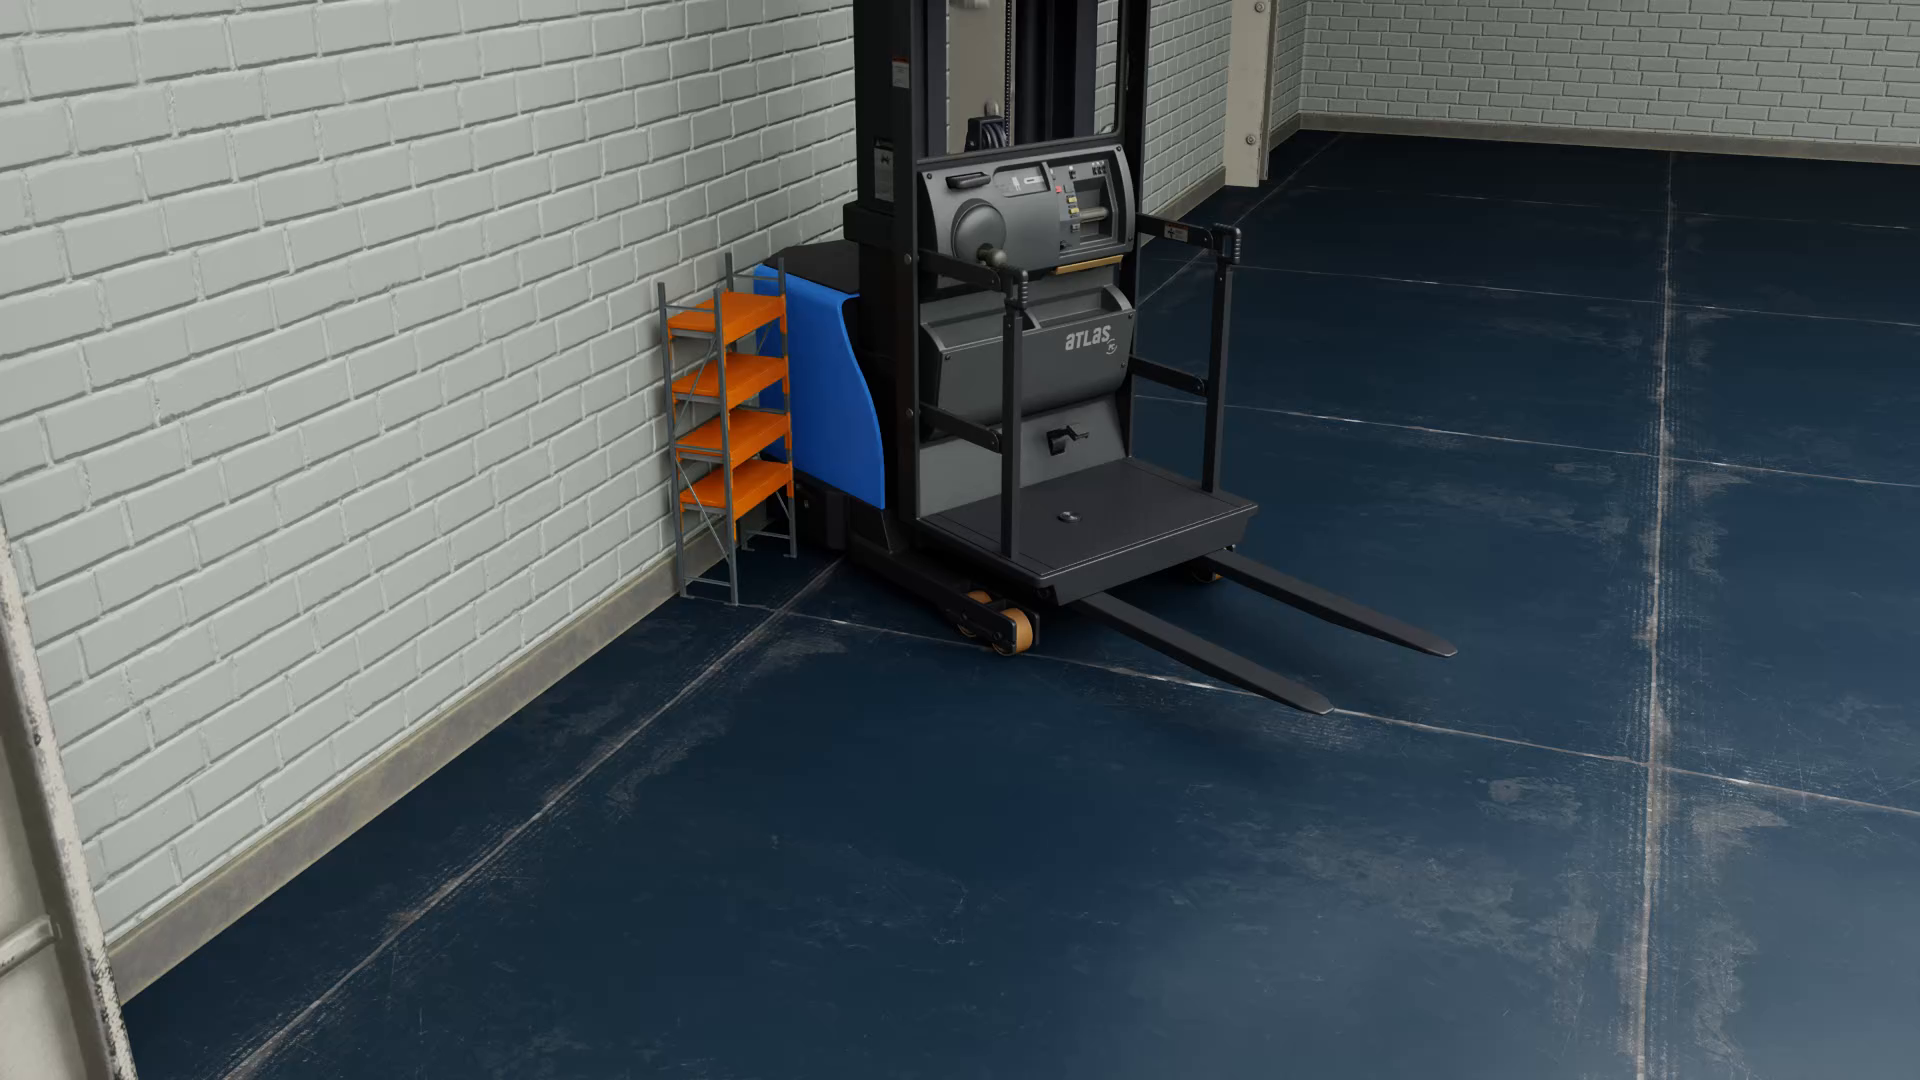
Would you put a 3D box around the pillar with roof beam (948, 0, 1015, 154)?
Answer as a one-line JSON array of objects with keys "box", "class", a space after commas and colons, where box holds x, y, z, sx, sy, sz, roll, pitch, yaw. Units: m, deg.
[{"box": [4.151, -4.393, 5.591, 9.100, 9.000, 0.400, 9, 24, 20], "class": "pillar with roof beam"}]

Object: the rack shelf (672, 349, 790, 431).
[{"box": [-0.849, -0.557, 6.121, 0.258, 0.148, 0.480, 8, 24, 19], "class": "rack shelf"}]

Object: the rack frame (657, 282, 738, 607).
[{"box": [-0.937, -0.325, 5.972, 0.240, 1.200, 0.015, 8, 24, 19], "class": "rack frame"}]

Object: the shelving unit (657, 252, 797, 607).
[{"box": [-0.849, -0.413, 6.182, 0.258, 1.200, 0.503, 8, 24, 19], "class": "shelving unit"}]

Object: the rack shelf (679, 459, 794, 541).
[{"box": [-0.849, -0.168, 6.284, 0.258, 0.148, 0.480, 8, 24, 19], "class": "rack shelf"}]

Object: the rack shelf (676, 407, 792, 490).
[{"box": [-0.849, -0.351, 6.208, 0.258, 0.148, 0.480, 8, 24, 19], "class": "rack shelf"}]

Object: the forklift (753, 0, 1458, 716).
[{"box": [0.389, -1.165, 5.737, 1.130, 2.935, 3.031, -17, 28, -35], "class": "forklift"}]

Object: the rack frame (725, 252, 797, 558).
[{"box": [-0.761, -0.501, 6.392, 0.240, 1.200, 0.015, 8, 24, 19], "class": "rack frame"}]

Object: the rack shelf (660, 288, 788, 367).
[{"box": [-0.849, -0.775, 6.030, 0.258, 0.148, 0.480, 8, 24, 19], "class": "rack shelf"}]

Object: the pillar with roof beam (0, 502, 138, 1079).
[{"box": [1.922, -2.246, 0.451, 9.100, 9.000, 0.400, 9, 24, 20], "class": "pillar with roof beam"}]

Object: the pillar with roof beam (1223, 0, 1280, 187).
[{"box": [6.379, -6.540, 10.732, 9.100, 9.000, 0.400, 9, 24, 20], "class": "pillar with roof beam"}]
